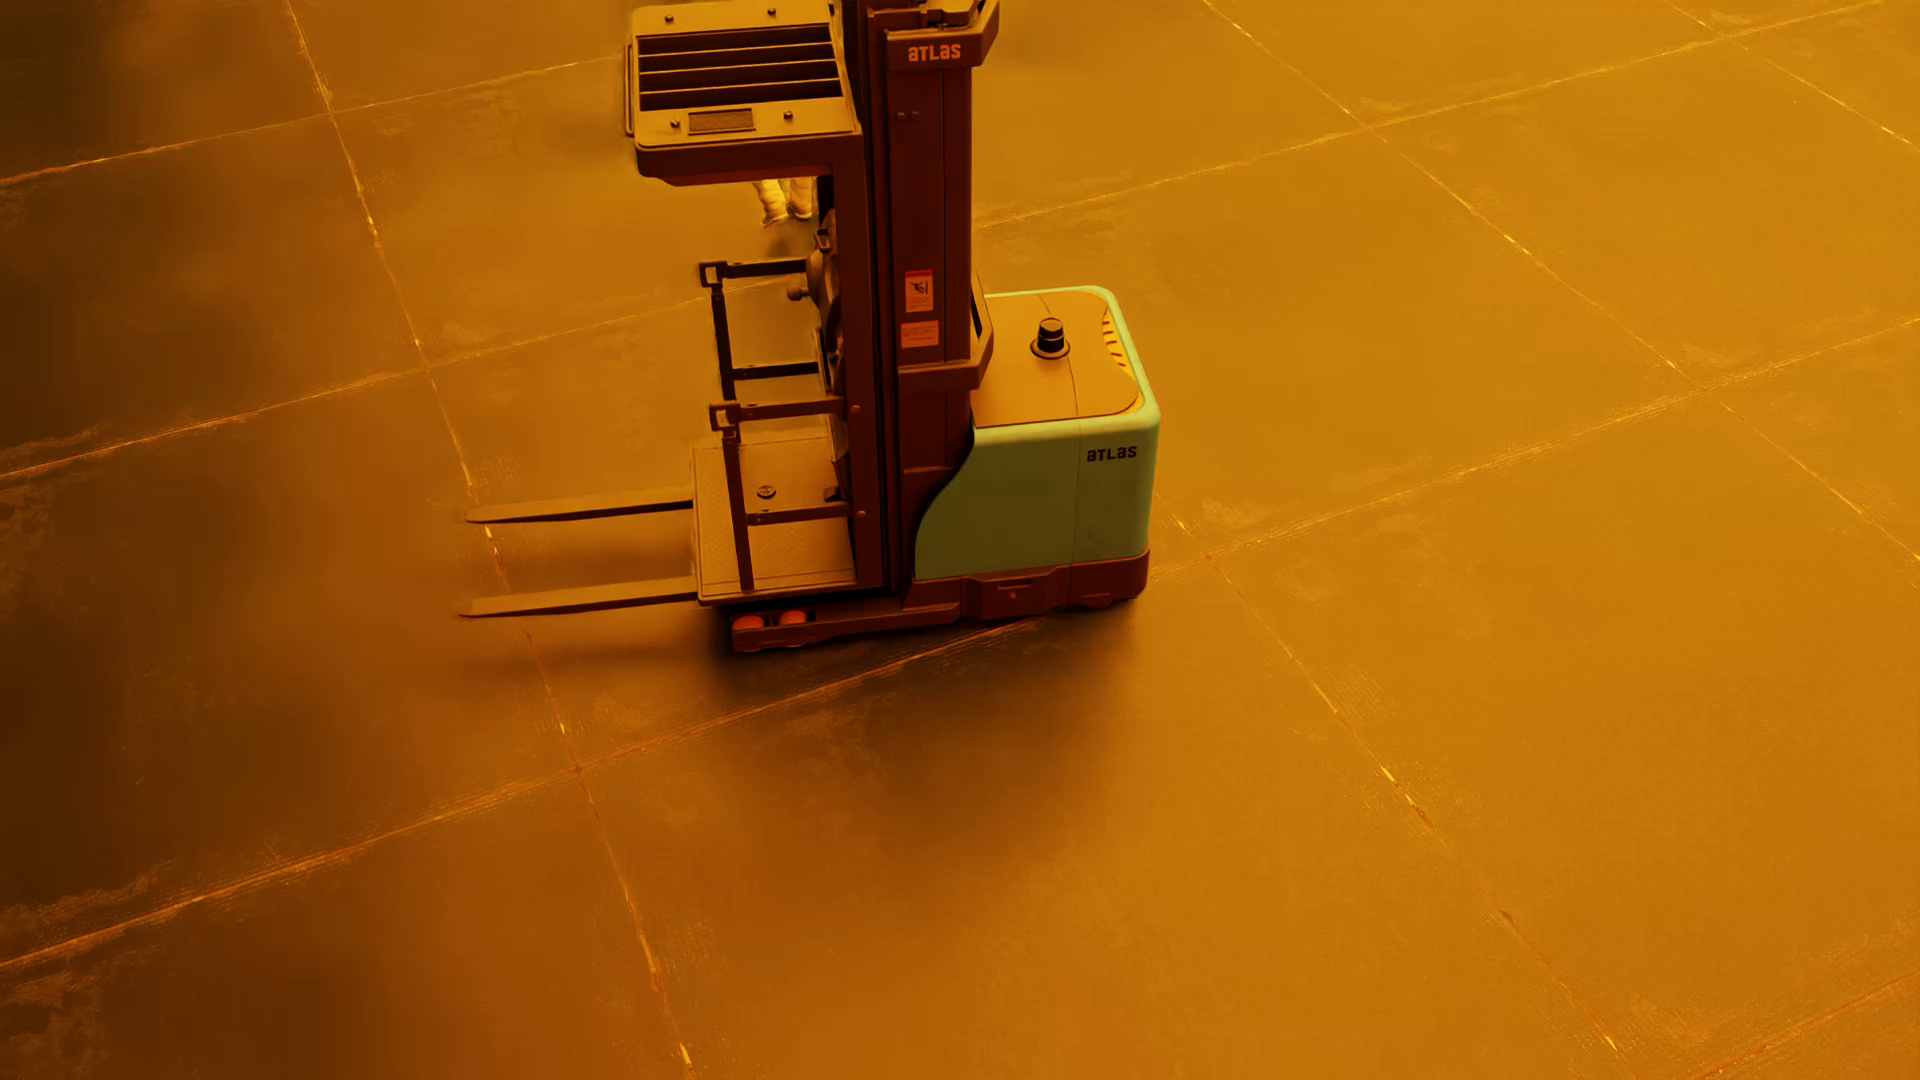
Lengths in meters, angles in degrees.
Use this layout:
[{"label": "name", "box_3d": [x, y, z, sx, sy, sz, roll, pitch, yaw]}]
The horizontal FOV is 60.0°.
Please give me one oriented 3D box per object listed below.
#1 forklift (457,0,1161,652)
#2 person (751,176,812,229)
[{"label": "forklift", "box_3d": [-0.719, -0.967, 6.716, 3.031, 2.935, 1.130, -6, 43, -6]}, {"label": "person", "box_3d": [-0.980, -2.493, 9.300, 0.689, 1.648, 0.564, -16, 45, -17]}]
